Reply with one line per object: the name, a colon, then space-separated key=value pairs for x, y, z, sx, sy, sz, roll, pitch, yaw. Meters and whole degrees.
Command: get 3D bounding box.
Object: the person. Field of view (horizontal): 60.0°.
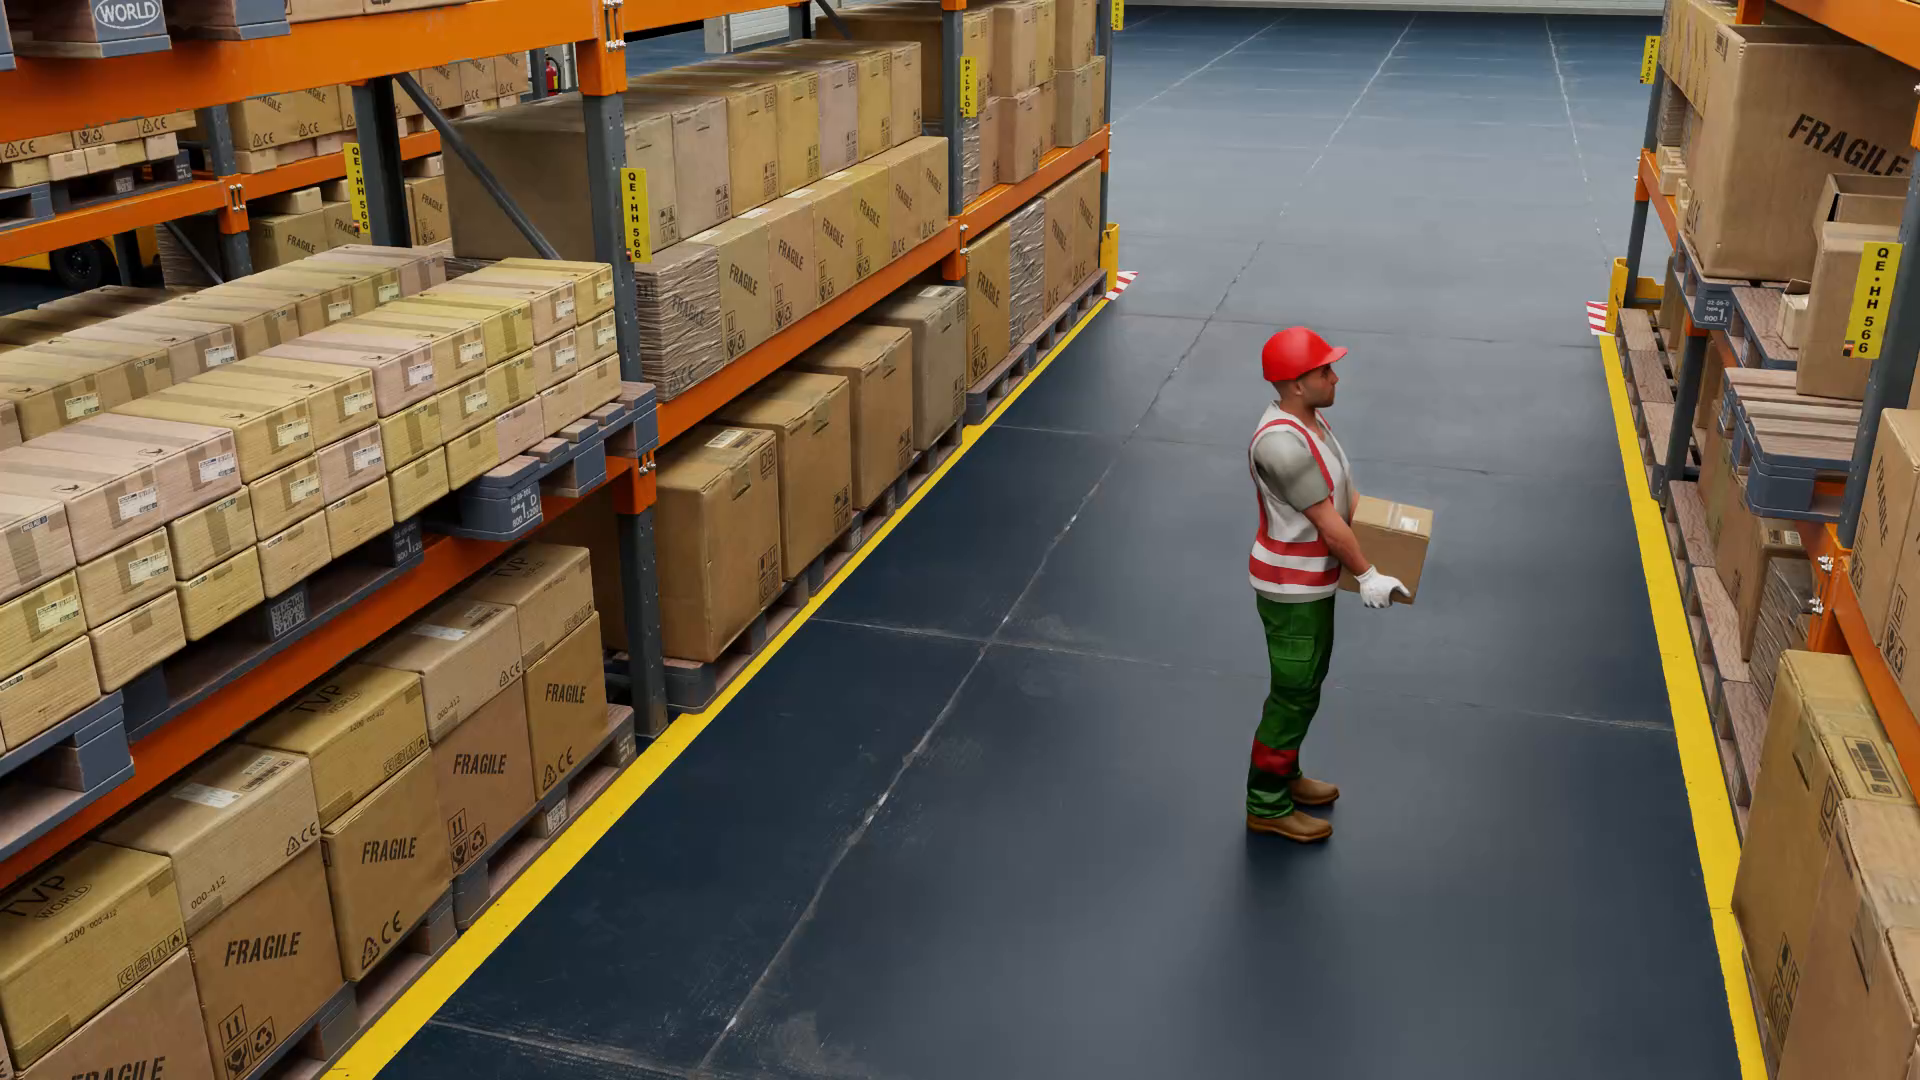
person: x=1.251 y=0.161 z=5.661 sx=0.560 sy=1.782 sz=0.494 roll=7 pitch=23 yaw=17
